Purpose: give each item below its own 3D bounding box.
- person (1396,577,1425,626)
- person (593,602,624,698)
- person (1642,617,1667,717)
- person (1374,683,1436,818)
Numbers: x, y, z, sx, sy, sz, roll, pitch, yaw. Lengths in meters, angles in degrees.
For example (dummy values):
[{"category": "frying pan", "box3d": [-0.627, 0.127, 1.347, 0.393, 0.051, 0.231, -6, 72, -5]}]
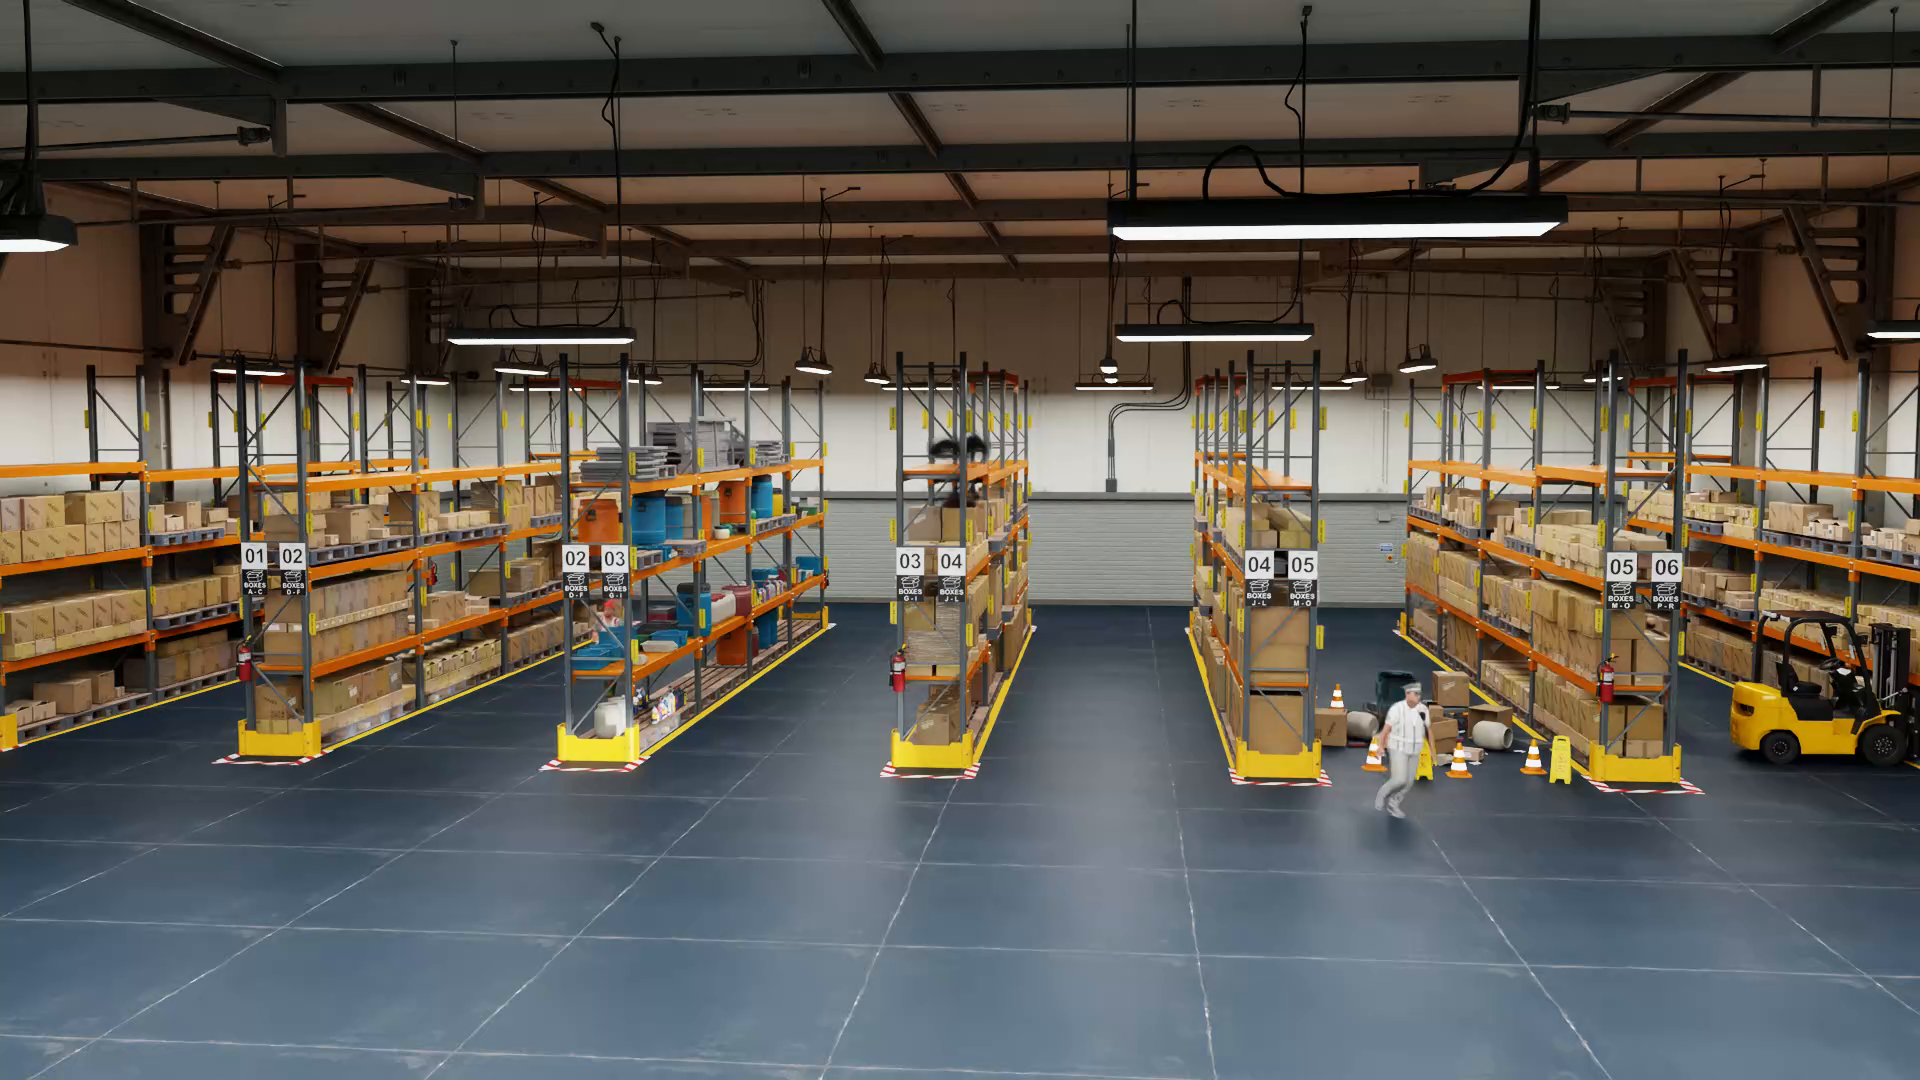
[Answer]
[{"category": "person", "box3d": [11.068, 1.300, 40.518, 0.860, 1.609, 0.534, 0, 4, -3]}, {"category": "person", "box3d": [-6.362, 1.995, 30.014, 0.653, 1.743, 0.588, 0, 4, 5]}, {"category": "person", "box3d": [11.701, 2.168, 28.133, 0.650, 1.696, 0.976, 0, 4, -1]}, {"category": "person", "box3d": [5.621, 2.647, 21.018, 0.665, 1.748, 0.590, -1, 4, -20]}]
